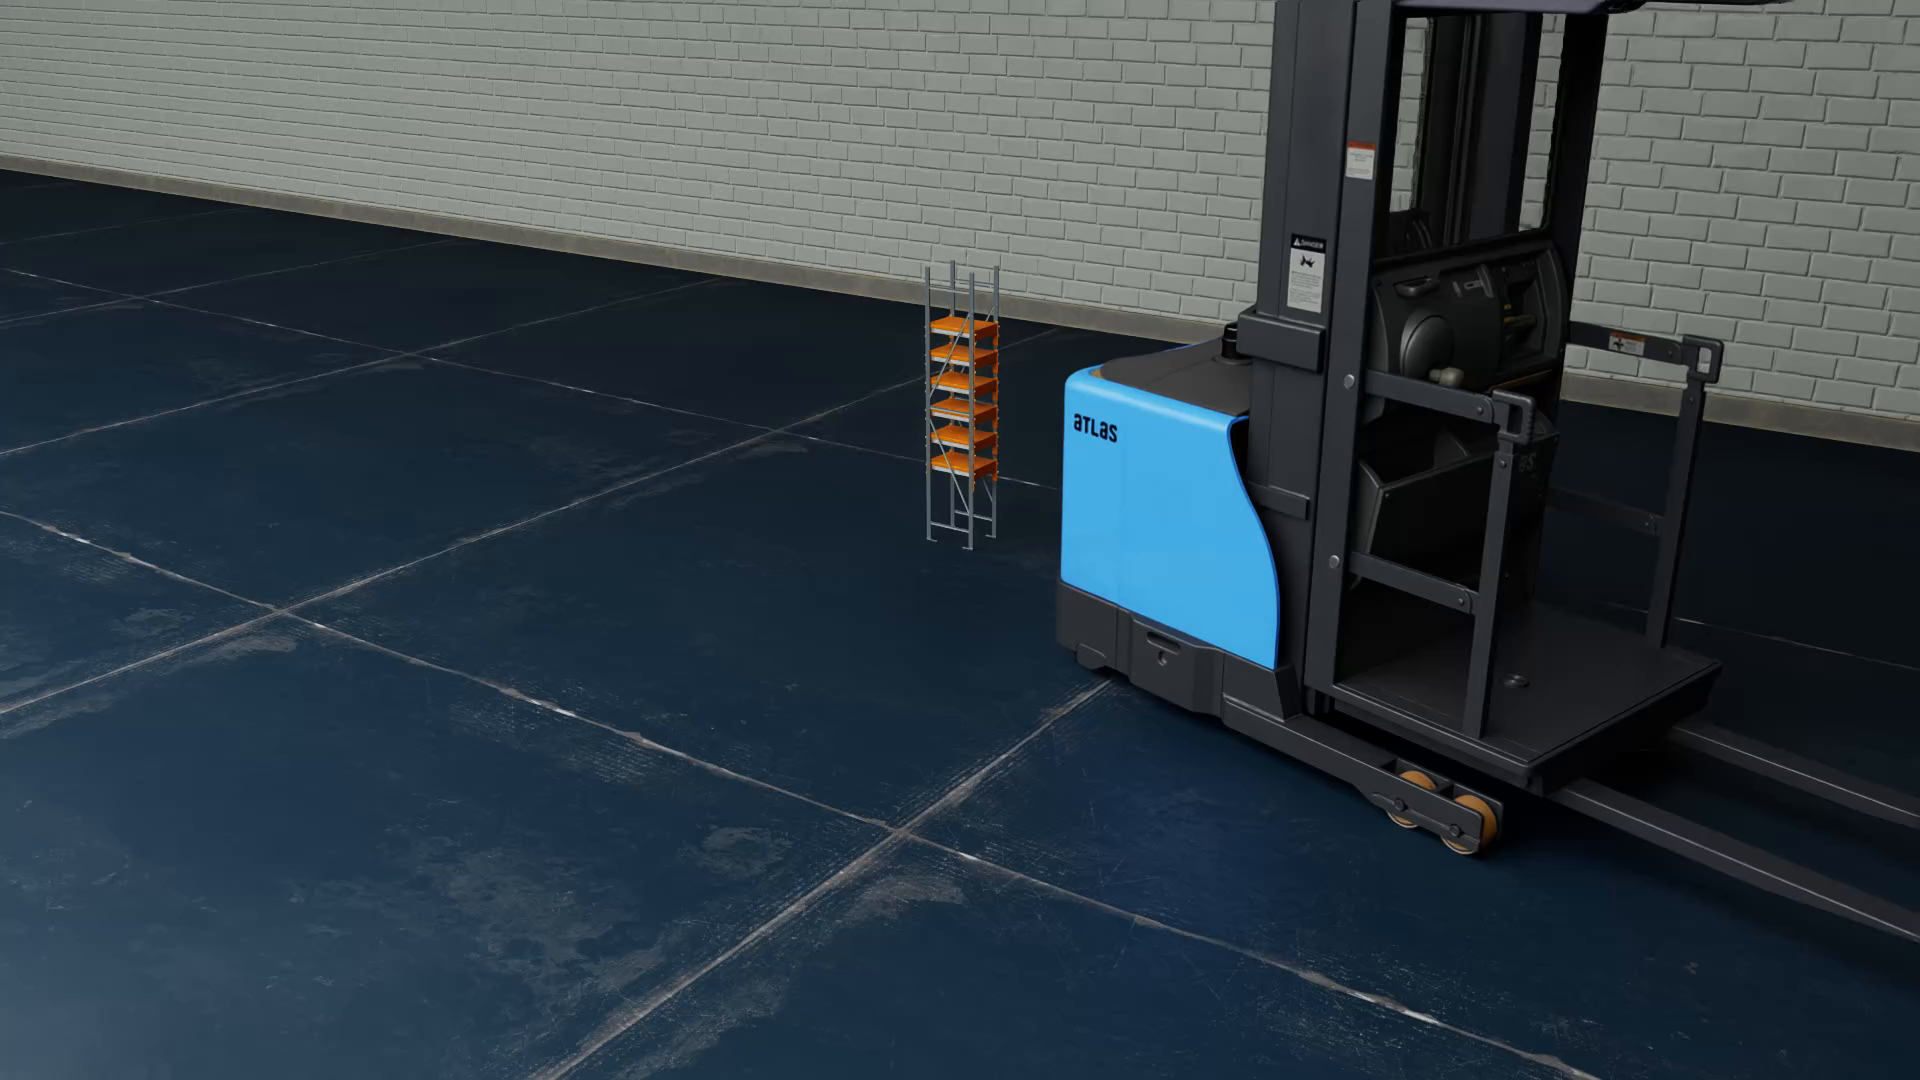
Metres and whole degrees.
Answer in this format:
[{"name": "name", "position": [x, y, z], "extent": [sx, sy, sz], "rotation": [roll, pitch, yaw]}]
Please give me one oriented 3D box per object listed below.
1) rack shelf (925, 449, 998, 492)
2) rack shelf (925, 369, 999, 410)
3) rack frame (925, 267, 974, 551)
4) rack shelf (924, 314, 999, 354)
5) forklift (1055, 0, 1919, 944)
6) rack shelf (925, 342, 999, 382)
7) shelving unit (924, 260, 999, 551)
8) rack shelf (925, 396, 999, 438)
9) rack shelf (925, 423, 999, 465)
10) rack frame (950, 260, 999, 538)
[{"name": "rack shelf", "position": [0.008, -0.300, 7.167], "extent": [0.258, 0.103, 0.180], "rotation": [13, 24, 32]}, {"name": "rack shelf", "position": [0.008, -0.638, 7.042], "extent": [0.258, 0.103, 0.180], "rotation": [13, 24, 32]}, {"name": "rack frame", "position": [-0.043, -0.541, 6.997], "extent": [0.240, 1.200, 0.006], "rotation": [13, 24, 32]}, {"name": "rack shelf", "position": [0.008, -0.863, 6.959], "extent": [0.258, 0.103, 0.180], "rotation": [13, 24, 32]}, {"name": "forklift", "position": [1.673, -0.663, 4.832], "extent": [1.130, 2.935, 3.031], "rotation": [-16, 26, -37]}, {"name": "rack shelf", "position": [0.008, -0.750, 7.000], "extent": [0.258, 0.103, 0.180], "rotation": [13, 24, 32]}, {"name": "shelving unit", "position": [0.008, -0.567, 7.068], "extent": [0.258, 1.200, 0.189], "rotation": [13, 24, 32]}, {"name": "rack shelf", "position": [0.008, -0.525, 7.083], "extent": [0.258, 0.103, 0.180], "rotation": [13, 24, 32]}, {"name": "rack shelf", "position": [0.008, -0.413, 7.125], "extent": [0.258, 0.103, 0.180], "rotation": [13, 24, 32]}, {"name": "rack frame", "position": [0.060, -0.593, 7.139], "extent": [0.240, 1.200, 0.006], "rotation": [13, 24, 32]}]
